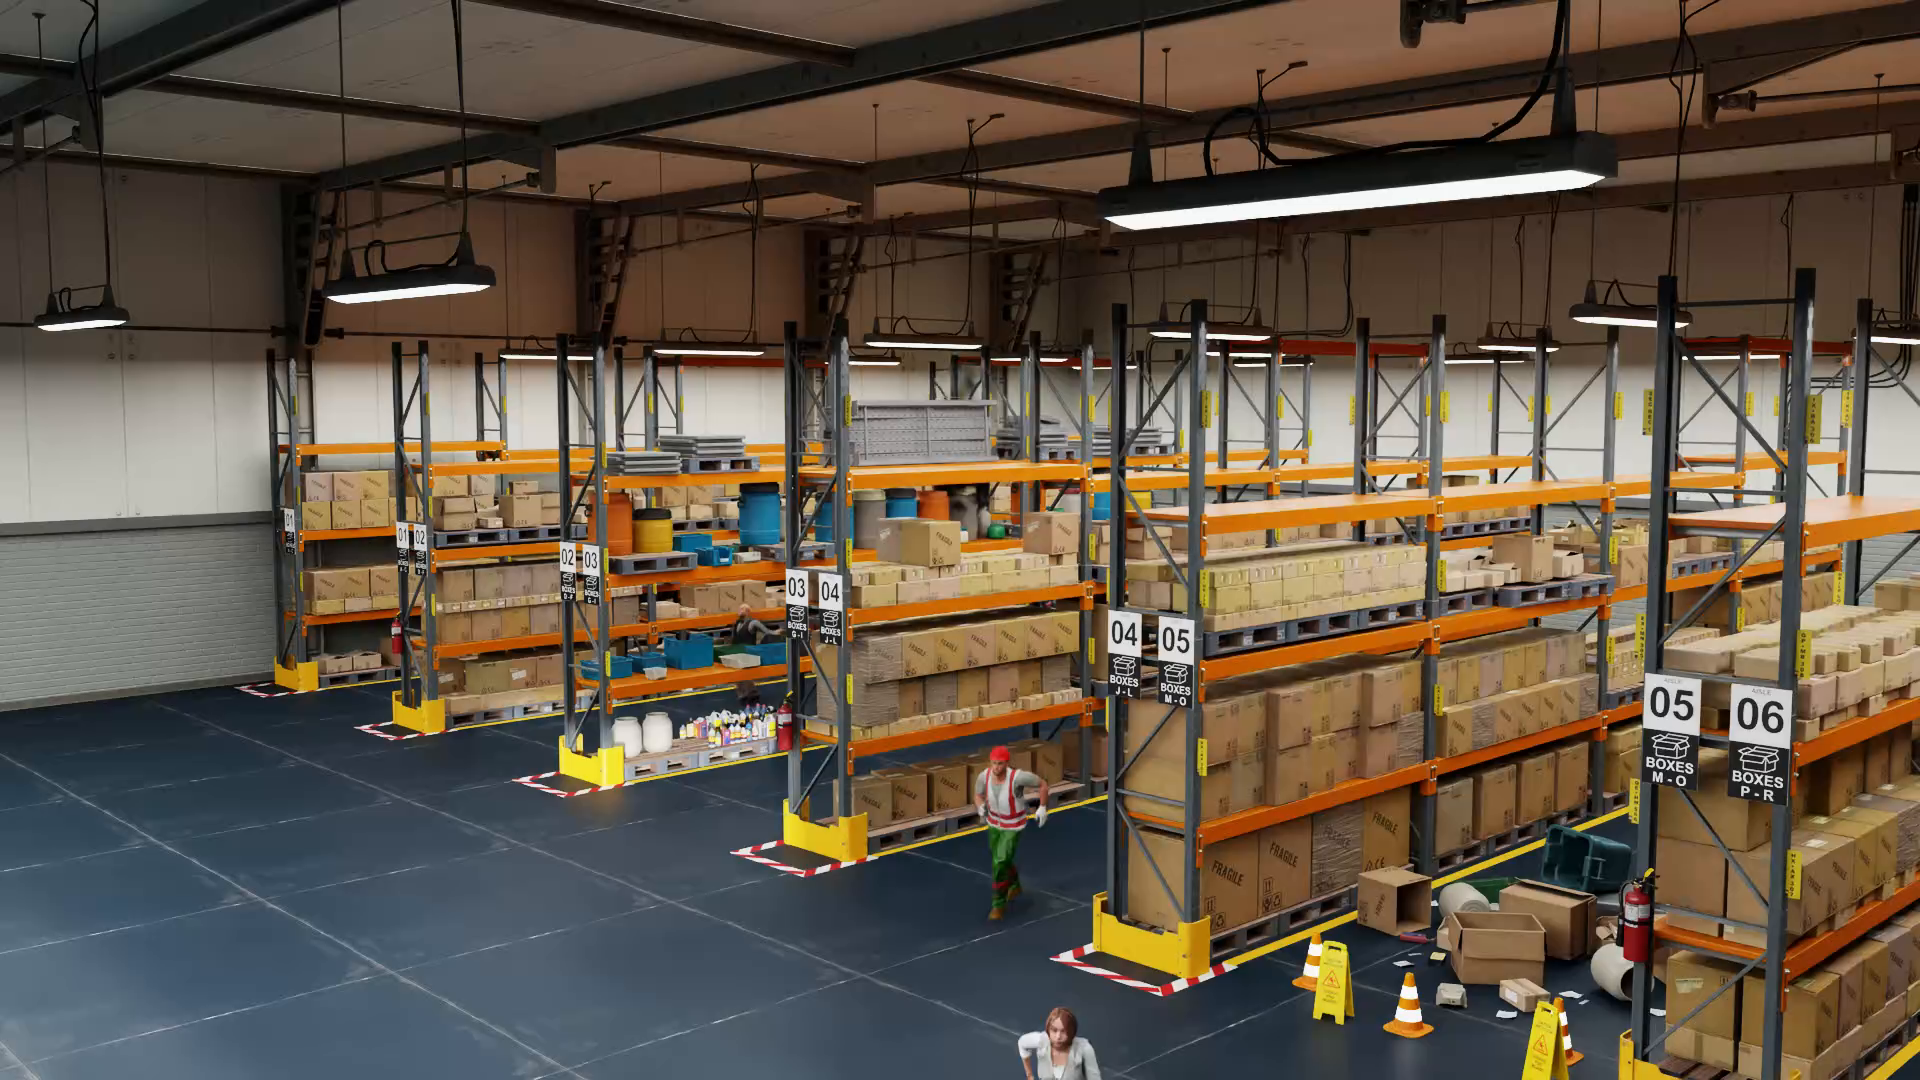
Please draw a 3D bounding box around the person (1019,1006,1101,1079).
[{"bbox_3d":[0.600,3.533,10.099,0.524,1.525,0.720,1,5,7],"label":"person"}]

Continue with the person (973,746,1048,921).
[{"bbox_3d":[0.508,2.904,16.535,0.721,1.820,0.875,3,6,32],"label":"person"}]

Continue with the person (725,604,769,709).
[{"bbox_3d":[-3.582,1.935,27.710,0.660,1.740,0.729,4,7,42],"label":"person"}]
